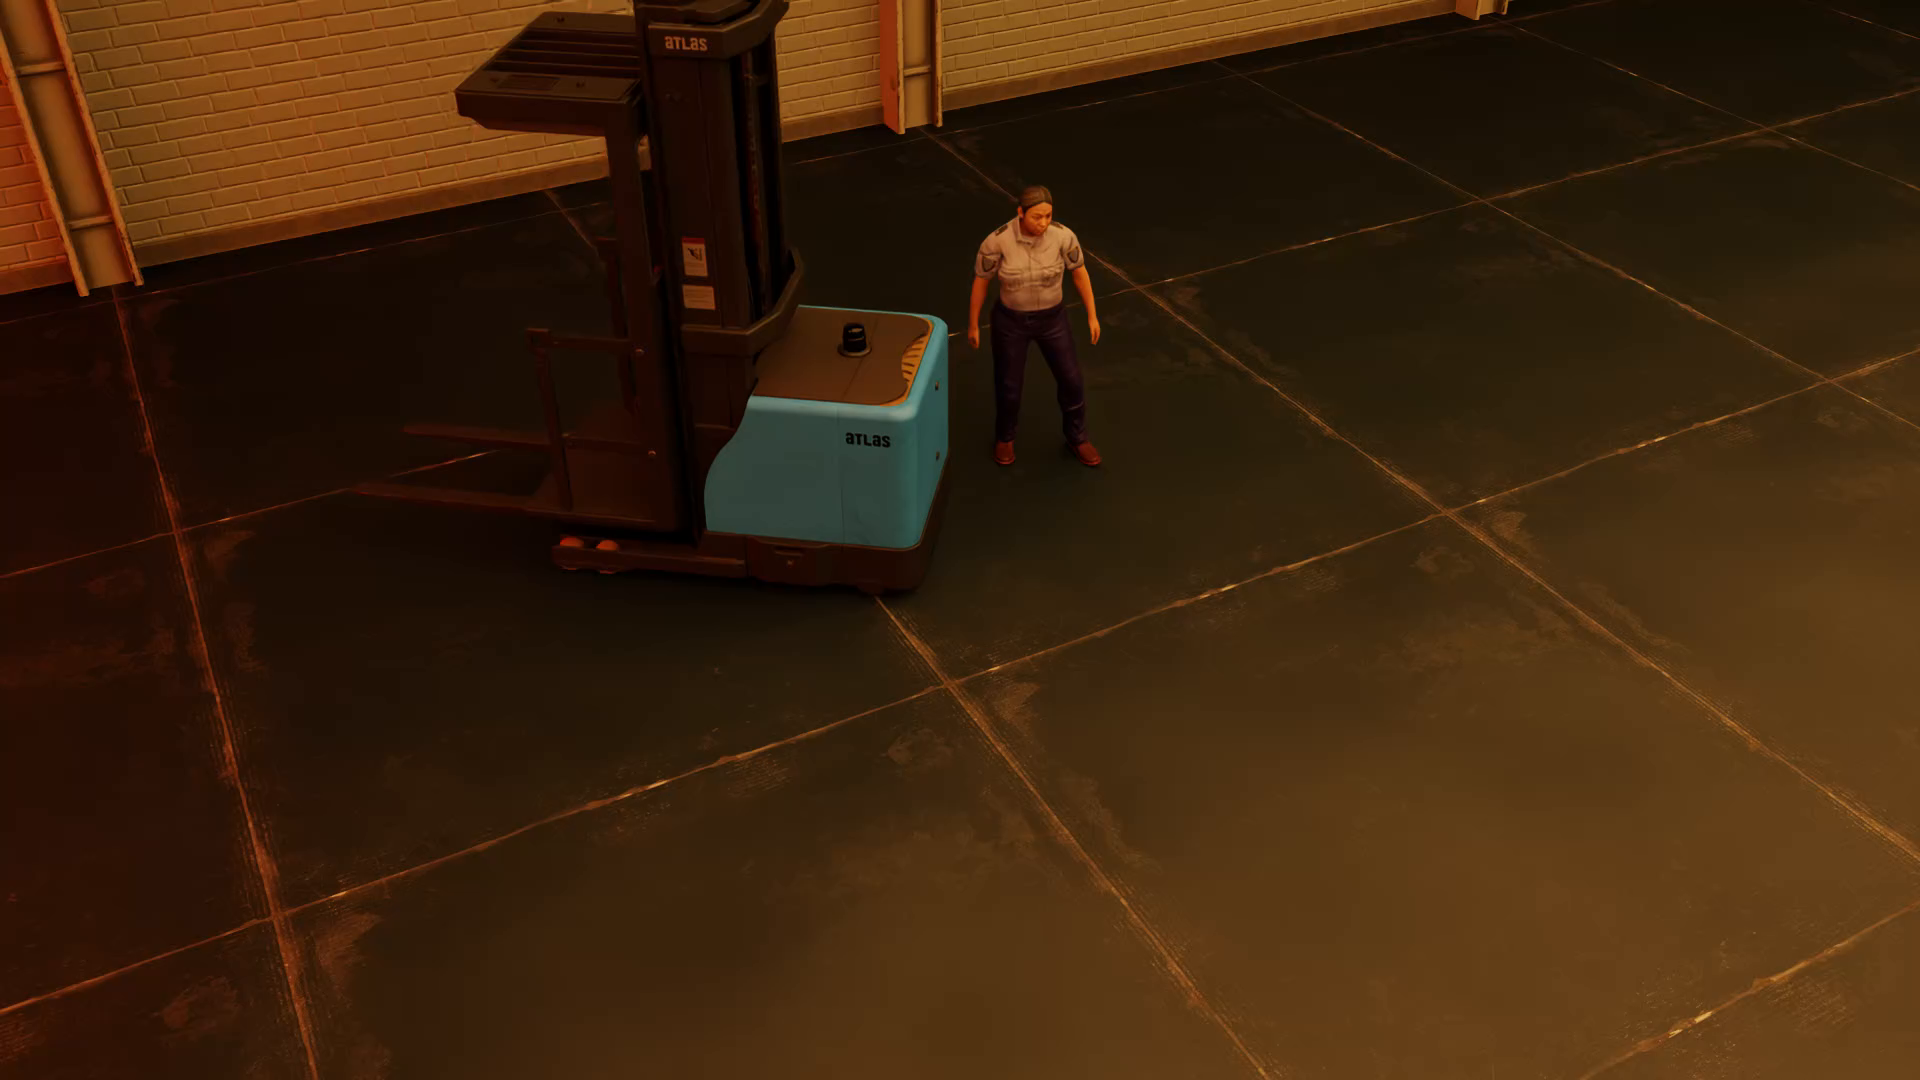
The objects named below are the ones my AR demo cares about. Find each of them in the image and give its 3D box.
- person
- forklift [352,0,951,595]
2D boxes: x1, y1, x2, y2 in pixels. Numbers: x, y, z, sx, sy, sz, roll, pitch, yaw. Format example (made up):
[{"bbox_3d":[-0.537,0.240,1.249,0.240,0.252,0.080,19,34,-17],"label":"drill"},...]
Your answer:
[{"bbox_3d":[0.405,-1.145,8.881,0.737,1.623,0.391,-5,36,-7],"label":"person"},{"bbox_3d":[-1.612,-1.321,7.992,3.031,2.935,1.130,5,36,7],"label":"forklift"}]
